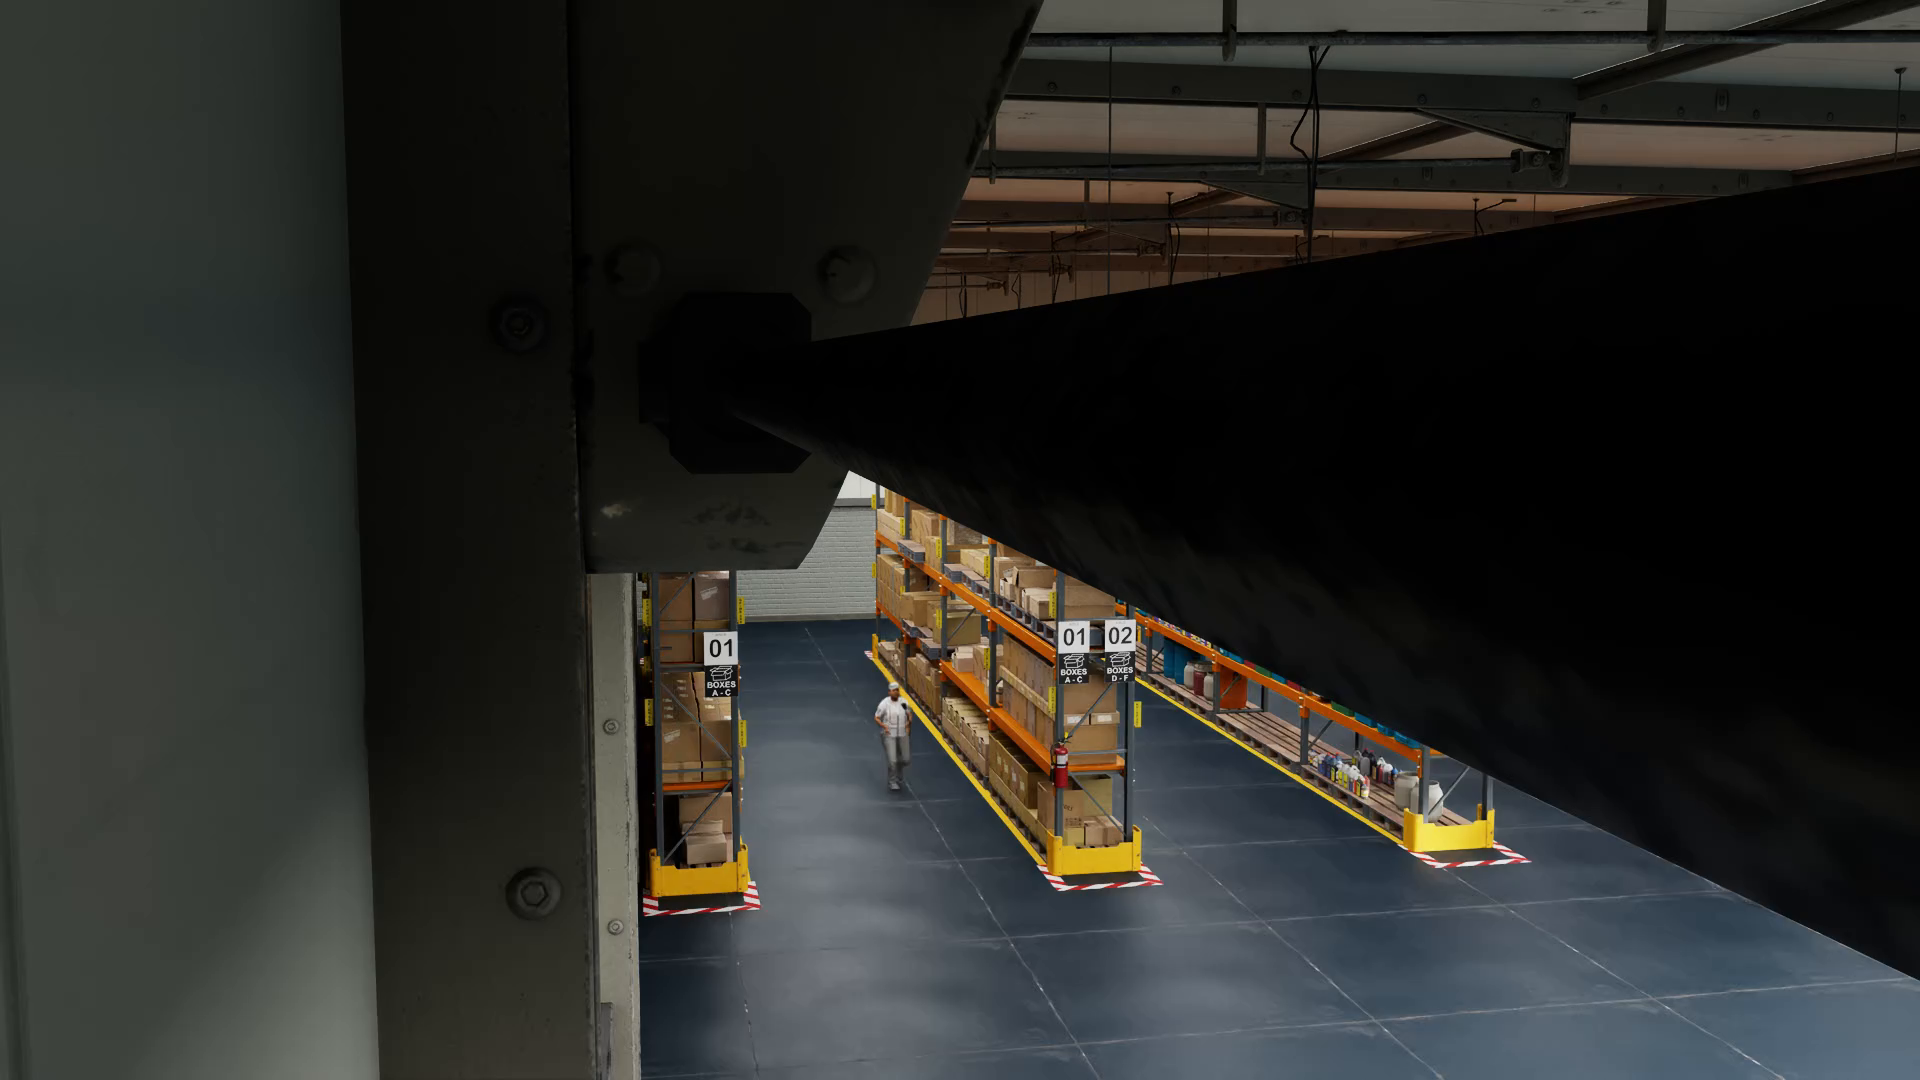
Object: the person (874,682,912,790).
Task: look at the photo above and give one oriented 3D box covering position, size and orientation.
[{"bbox_3d":[-0.985,2.948,25.139,0.603,1.617,0.571,-2,6,-18],"label":"person"}]
